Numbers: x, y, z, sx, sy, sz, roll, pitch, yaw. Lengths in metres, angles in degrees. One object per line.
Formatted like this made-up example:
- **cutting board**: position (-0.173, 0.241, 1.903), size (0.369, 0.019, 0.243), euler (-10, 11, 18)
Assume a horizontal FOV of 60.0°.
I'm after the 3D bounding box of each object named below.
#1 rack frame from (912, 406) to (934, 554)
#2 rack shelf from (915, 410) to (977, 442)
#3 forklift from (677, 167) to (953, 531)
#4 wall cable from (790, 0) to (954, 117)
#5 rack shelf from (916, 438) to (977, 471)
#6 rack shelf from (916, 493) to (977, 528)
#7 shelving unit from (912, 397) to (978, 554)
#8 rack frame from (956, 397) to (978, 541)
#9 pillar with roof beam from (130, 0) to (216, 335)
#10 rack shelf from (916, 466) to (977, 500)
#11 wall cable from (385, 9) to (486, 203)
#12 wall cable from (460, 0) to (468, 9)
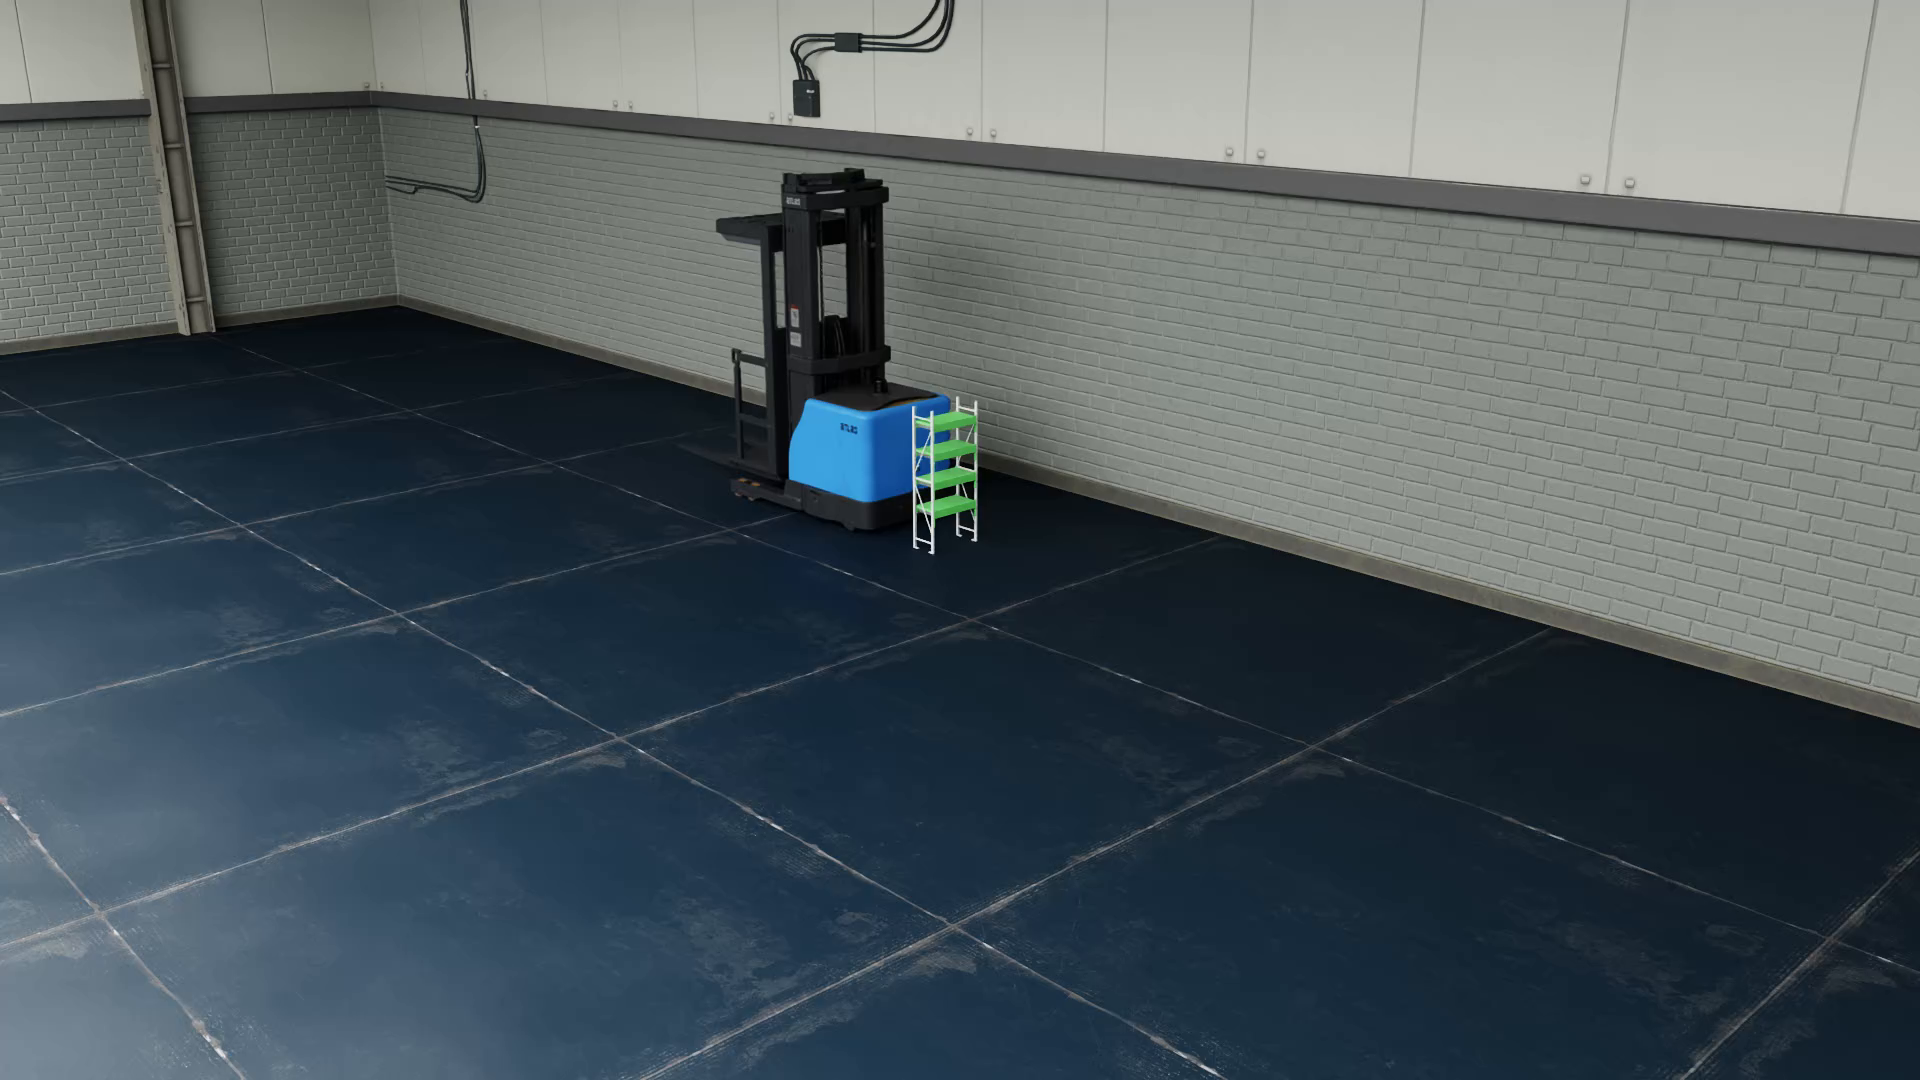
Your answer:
- **rack frame**: position (-0.298, -0.484, 13.532), size (0.015, 1.200, 0.240), euler (-16, 24, -41)
- **rack shelf**: position (-0.120, -0.931, 13.563), size (0.480, 0.148, 0.258), euler (-16, 24, -41)
- **forklift**: position (-1.451, -1.844, 14.920), size (1.130, 2.935, 3.031), euler (-17, 24, -41)
- **wall cable**: position (-0.883, -6.944, 15.298), size (0.169, 6.003, 2.305), euler (-16, 24, -41)
- **rack shelf**: position (-0.120, -0.703, 13.637), size (0.480, 0.148, 0.258), euler (-16, 24, -41)
- **rack shelf**: position (-0.120, -0.247, 13.785), size (0.480, 0.148, 0.258), euler (-16, 24, -41)
- **shelving unit**: position (-0.120, -0.536, 13.691), size (0.503, 1.200, 0.258), euler (-16, 24, -41)
- **rack frame**: position (0.057, -0.587, 13.851), size (0.015, 1.200, 0.240), euler (-16, 24, -41)
- **pillar with roof beam**: position (-7.485, -6.165, 18.408), size (0.400, 9.000, 9.100), euler (-16, 24, -41)
- **rack shelf**: position (-0.120, -0.475, 13.711), size (0.480, 0.148, 0.258), euler (-16, 24, -41)
- **wall cable**: position (-7.394, -5.980, 22.873), size (0.112, 2.526, 3.097), euler (-16, 24, -41)
- **wall cable**: position (-5.535, -7.776, 20.225), size (0.112, 2.526, 3.097), euler (-16, 24, -41)
